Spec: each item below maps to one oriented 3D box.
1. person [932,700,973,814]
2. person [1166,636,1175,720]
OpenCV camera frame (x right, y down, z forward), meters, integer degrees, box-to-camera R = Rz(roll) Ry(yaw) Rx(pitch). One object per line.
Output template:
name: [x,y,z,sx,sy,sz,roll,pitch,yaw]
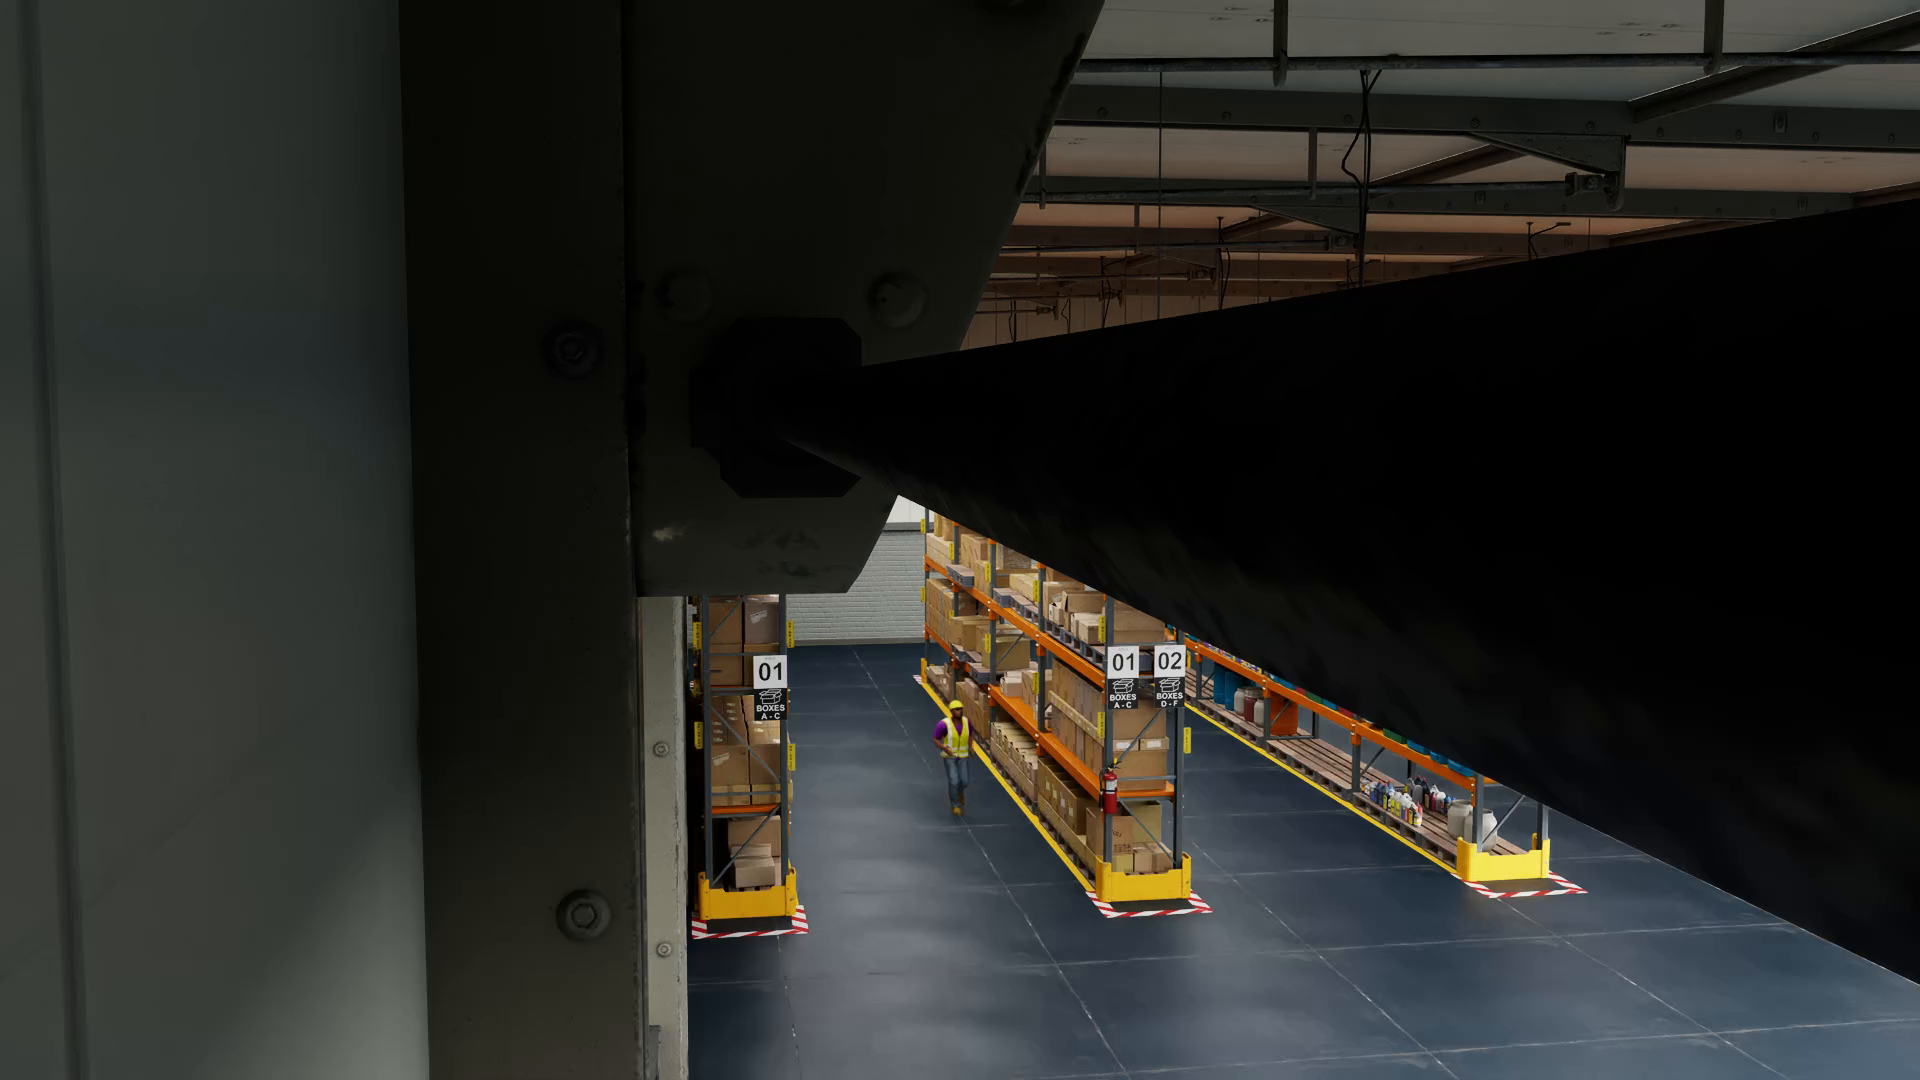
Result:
person: [-0.074,3.270,25.037,0.681,1.727,0.612,-2,5,-19]
person: [4.086,2.671,32.395,0.647,1.663,0.720,-1,5,-6]
